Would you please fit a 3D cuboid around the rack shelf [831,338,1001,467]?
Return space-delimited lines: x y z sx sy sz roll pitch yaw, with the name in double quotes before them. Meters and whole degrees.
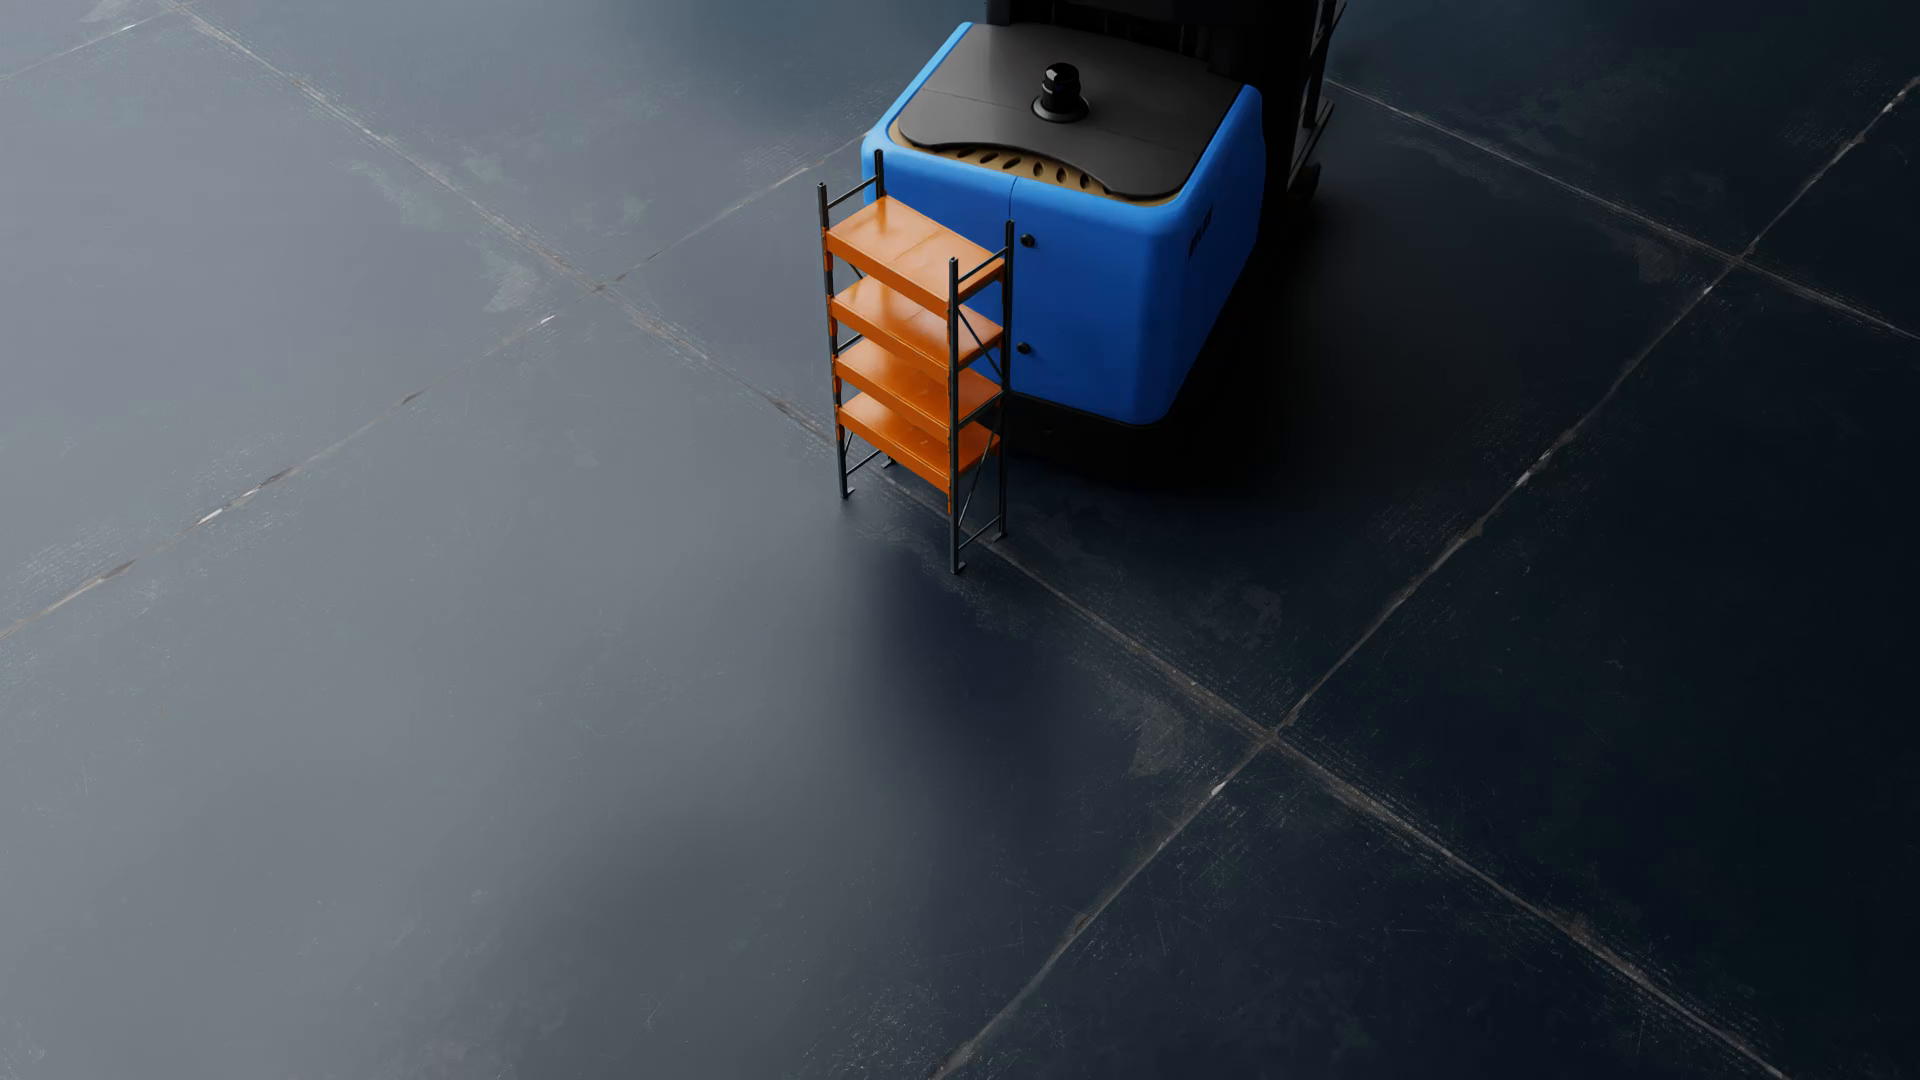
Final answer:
"rack shelf" -0.122 -0.446 4.938 0.480 0.148 0.258 34 55 28

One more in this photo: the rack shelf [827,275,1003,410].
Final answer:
"rack shelf" -0.122 -0.600 4.775 0.480 0.148 0.258 34 55 28

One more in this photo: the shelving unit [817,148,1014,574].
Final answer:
"shelving unit" -0.122 -0.493 4.889 0.503 1.200 0.258 34 55 28

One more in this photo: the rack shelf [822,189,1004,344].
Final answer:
"rack shelf" -0.122 -0.762 4.603 0.480 0.148 0.258 34 55 28

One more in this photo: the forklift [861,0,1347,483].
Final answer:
"forklift" 0.743 -2.276 5.376 1.130 2.935 3.031 18 49 16

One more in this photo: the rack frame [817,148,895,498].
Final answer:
"rack frame" -0.301 -0.613 5.003 0.015 1.200 0.240 34 55 28

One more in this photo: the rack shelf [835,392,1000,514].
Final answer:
"rack shelf" -0.122 -0.311 5.083 0.480 0.148 0.258 34 55 28

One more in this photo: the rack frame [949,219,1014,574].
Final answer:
"rack frame" 0.058 -0.372 4.776 0.015 1.200 0.240 34 55 28
